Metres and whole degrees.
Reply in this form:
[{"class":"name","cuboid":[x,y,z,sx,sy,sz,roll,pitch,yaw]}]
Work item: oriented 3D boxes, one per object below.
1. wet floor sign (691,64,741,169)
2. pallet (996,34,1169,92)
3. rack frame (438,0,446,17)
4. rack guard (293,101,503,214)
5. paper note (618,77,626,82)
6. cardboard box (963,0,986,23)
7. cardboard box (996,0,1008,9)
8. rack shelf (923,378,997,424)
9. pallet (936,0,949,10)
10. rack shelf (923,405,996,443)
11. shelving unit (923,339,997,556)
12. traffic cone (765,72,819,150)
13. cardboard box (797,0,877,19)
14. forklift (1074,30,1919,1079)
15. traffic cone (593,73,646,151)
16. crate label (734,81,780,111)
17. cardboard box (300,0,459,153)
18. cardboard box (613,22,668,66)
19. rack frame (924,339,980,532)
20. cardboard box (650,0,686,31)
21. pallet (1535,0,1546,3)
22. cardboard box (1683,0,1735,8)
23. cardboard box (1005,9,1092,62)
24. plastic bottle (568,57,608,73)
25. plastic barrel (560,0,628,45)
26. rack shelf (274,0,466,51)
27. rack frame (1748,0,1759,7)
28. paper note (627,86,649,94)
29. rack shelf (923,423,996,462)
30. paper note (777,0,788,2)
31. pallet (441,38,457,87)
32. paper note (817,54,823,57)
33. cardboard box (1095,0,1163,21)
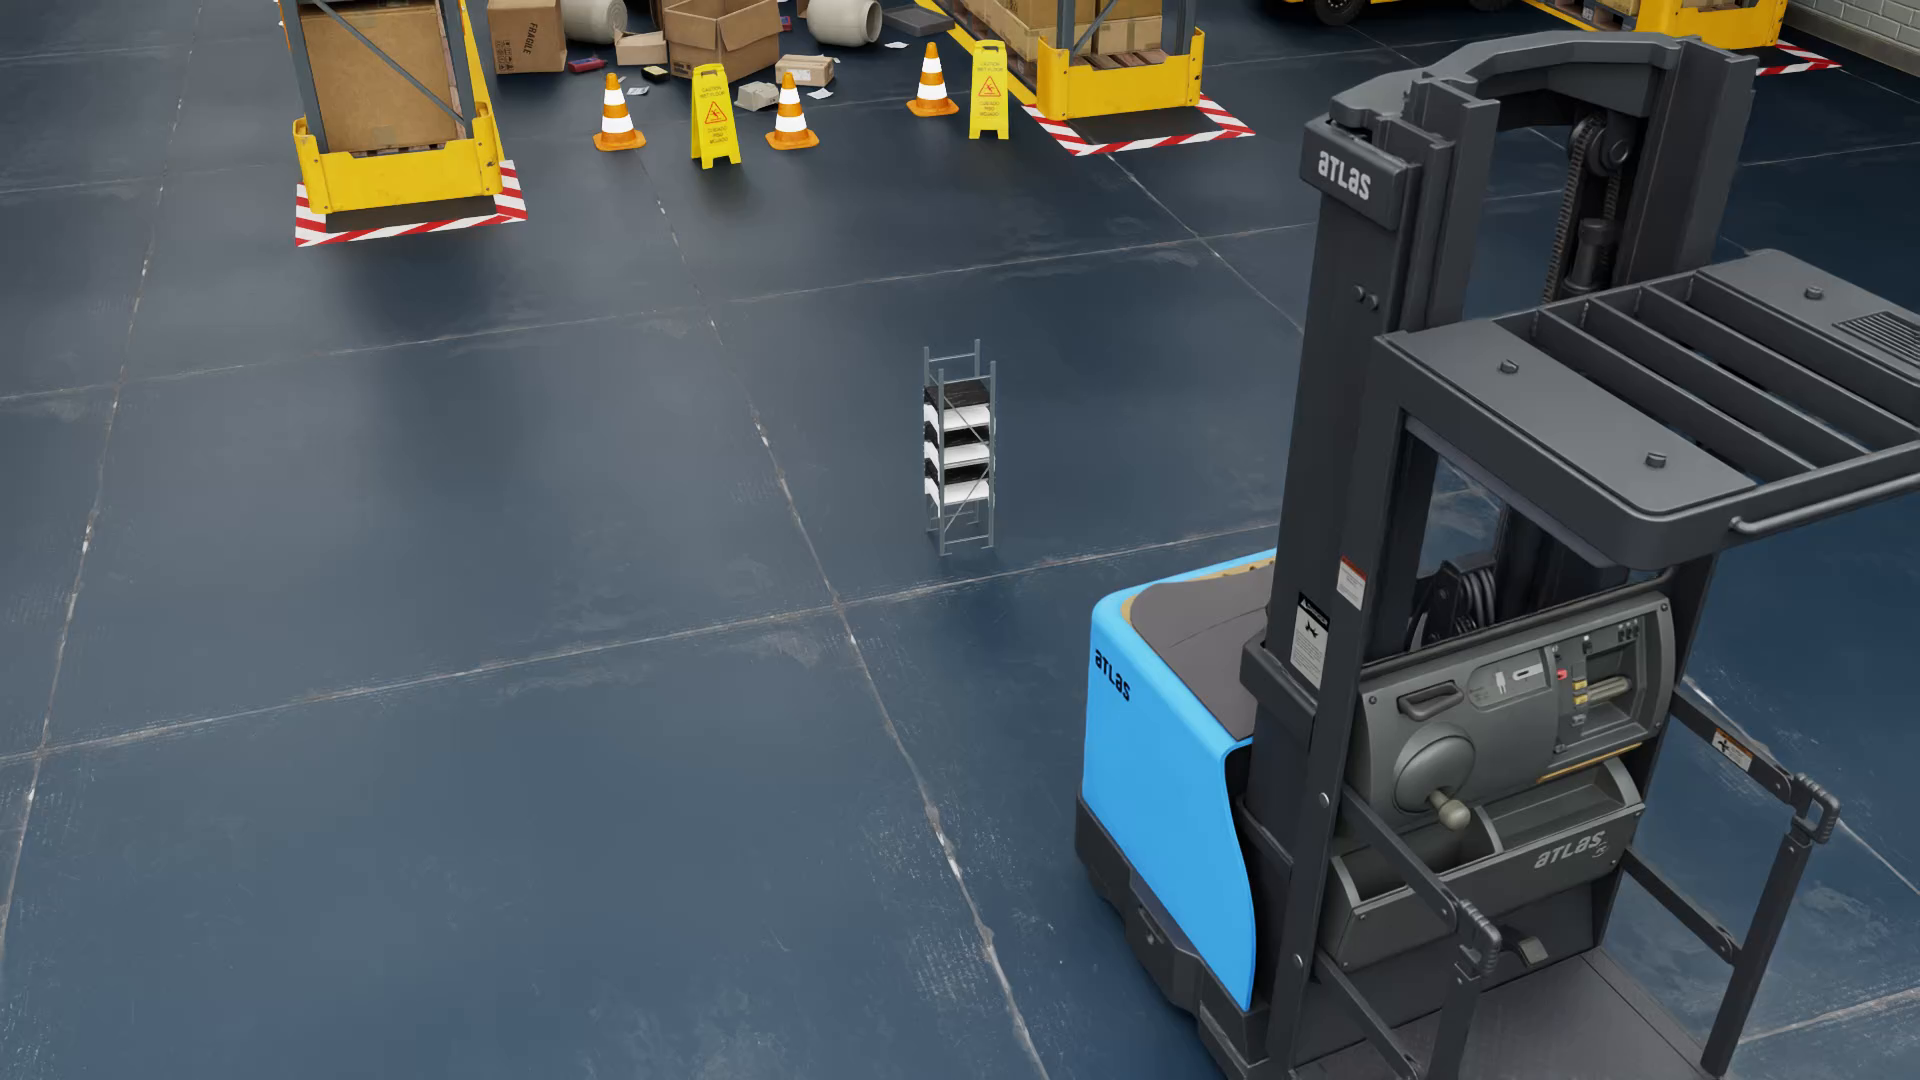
[{"class":"wet floor sign","cuboid":[-1.625,-2.798,10.899,0.267,0.644,0.232,-16,37,-23]},{"class":"pallet","cuboid":[0.926,-3.657,12.592,1.003,0.211,1.213,-10,35,-15]},{"class":"rack frame","cuboid":[-4.740,-5.562,12.947,1.000,3.000,0.127,-10,35,-15]},{"class":"rack guard","cuboid":[-3.512,-2.407,10.439,1.175,0.500,0.348,-10,35,-15]},{"class":"paper note","cuboid":[-2.538,-3.454,12.468,0.032,0.001,0.123,7,34,10]},{"class":"cardboard box","cuboid":[0.345,-4.302,13.153,0.500,0.250,0.500,-11,35,-16]},{"class":"cardboard box","cuboid":[0.508,-4.339,12.528,0.500,0.500,0.500,-9,34,-13]},{"class":"rack shelf","cuboid":[-0.002,-0.577,6.878,0.258,0.077,0.200,-10,35,-15]},{"class":"pallet","cuboid":[0.182,-4.938,14.531,1.003,0.211,1.213,-10,35,-15]},{"class":"rack shelf","cuboid":[-0.002,-0.502,6.928,0.258,0.077,0.200,-10,35,-15]},{"class":"shelving unit","cuboid":[-0.002,-0.380,7.008,0.258,0.900,0.210,-10,35,-15]},{"class":"traffic cone","cuboid":[-1.149,-2.933,11.269,0.336,0.463,0.334,-10,35,-15]},{"class":"cardboard box","cuboid":[-1.026,-4.615,13.778,0.500,0.500,0.500,13,36,18]},{"class":"forklift","cuboid":[1.453,0.475,3.873,1.130,2.935,3.031,-14,36,-20]},{"class":"traffic cone","cuboid":[-2.329,-2.921,11.251,0.336,0.463,0.334,-10,35,-15]},{"class":"crate label","cuboid":[-1.448,-3.199,11.967,0.298,0.136,0.250,27,42,34]},{"class":"cardboard box","cuboid":[-3.789,-3.096,10.761,0.875,0.875,0.875,-10,35,-14]},{"class":"cardboard box","cuboid":[-2.462,-3.829,12.804,0.396,0.266,0.258,-4,34,-6]},{"class":"rack frame","cuboid":[-0.033,-0.433,7.089,0.240,0.900,0.006,-10,35,-15]},{"class":"cardboard box","cuboid":[-2.076,-4.349,13.252,0.797,0.637,0.503,-10,35,-15]},{"class":"pallet","cuboid":[5.248,-5.055,14.708,1.003,0.211,1.213,-10,35,-15]},{"class":"cardboard box","cuboid":[5.926,-4.503,13.457,0.500,0.250,0.500,-10,35,-15]},{"class":"cardboard box","cuboid":[0.653,-3.767,12.344,0.500,0.250,0.500,-10,35,-15]},{"class":"plastic bottle","cuboid":[-2.835,-3.630,12.689,0.283,0.061,0.133,-23,40,-31]},{"class":"plastic barrel","cuboid":[-2.933,-4.150,13.146,0.512,0.421,0.421,13,36,18]},{"class":"rack shelf","cuboid":[-4.130,-4.212,11.556,1.077,0.370,4.000,-10,35,-15]},{"class":"rack frame","cuboid":[5.890,-5.184,12.375,1.000,3.000,0.127,-10,35,-15]},{"class":"paper note","cuboid":[-2.368,-3.310,12.232,0.144,0.017,0.142,1,33,2]},{"class":"rack shelf","cuboid":[-0.002,-0.427,6.977,0.258,0.077,0.200,-10,35,-15]},{"class":"paper note","cuboid":[-1.520,-4.644,14.250,0.148,0.019,0.142,-10,35,-15]},{"class":"pallet","cuboid":[-4.207,-3.345,12.120,1.003,0.211,1.213,-10,35,-15]},{"class":"paper note","cuboid":[-1.137,-3.737,12.888,0.148,0.019,0.142,1,33,2]},{"class":"cardboard box","cuboid":[1.173,-4.171,12.274,0.500,0.500,0.500,-11,35,-16]}]
